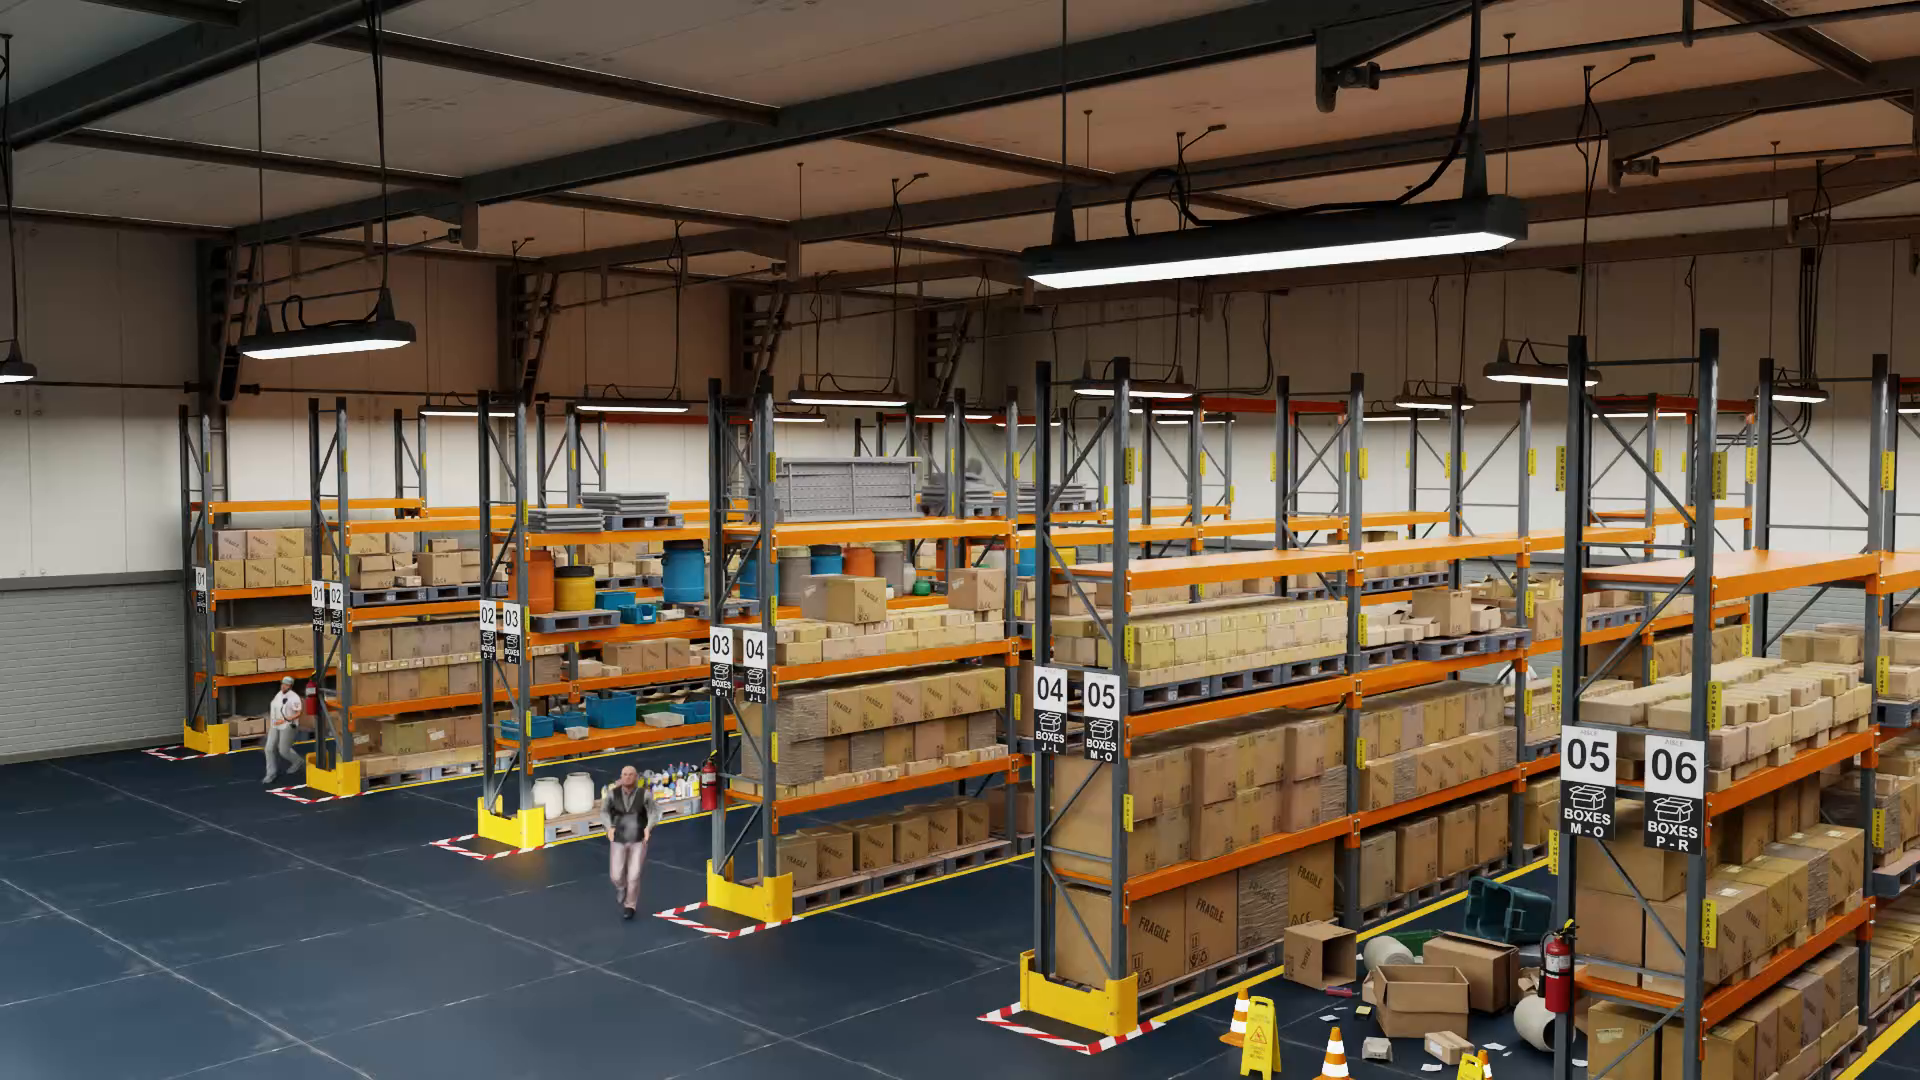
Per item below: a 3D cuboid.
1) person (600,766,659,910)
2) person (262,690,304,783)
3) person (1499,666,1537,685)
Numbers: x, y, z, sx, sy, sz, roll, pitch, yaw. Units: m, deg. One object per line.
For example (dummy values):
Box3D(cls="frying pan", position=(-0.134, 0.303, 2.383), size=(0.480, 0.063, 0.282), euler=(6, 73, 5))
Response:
Box3D(cls="person", position=(-3.681, 3.320, 18.504), size=(0.646, 1.621, 0.533), euler=(0, 3, -8))
Box3D(cls="person", position=(-10.614, 3.081, 26.267), size=(0.588, 1.454, 0.777), euler=(1, 3, 21))
Box3D(cls="person", position=(9.815, 2.920, 29.204), size=(0.698, 1.429, 0.511), euler=(0, 3, 3))
